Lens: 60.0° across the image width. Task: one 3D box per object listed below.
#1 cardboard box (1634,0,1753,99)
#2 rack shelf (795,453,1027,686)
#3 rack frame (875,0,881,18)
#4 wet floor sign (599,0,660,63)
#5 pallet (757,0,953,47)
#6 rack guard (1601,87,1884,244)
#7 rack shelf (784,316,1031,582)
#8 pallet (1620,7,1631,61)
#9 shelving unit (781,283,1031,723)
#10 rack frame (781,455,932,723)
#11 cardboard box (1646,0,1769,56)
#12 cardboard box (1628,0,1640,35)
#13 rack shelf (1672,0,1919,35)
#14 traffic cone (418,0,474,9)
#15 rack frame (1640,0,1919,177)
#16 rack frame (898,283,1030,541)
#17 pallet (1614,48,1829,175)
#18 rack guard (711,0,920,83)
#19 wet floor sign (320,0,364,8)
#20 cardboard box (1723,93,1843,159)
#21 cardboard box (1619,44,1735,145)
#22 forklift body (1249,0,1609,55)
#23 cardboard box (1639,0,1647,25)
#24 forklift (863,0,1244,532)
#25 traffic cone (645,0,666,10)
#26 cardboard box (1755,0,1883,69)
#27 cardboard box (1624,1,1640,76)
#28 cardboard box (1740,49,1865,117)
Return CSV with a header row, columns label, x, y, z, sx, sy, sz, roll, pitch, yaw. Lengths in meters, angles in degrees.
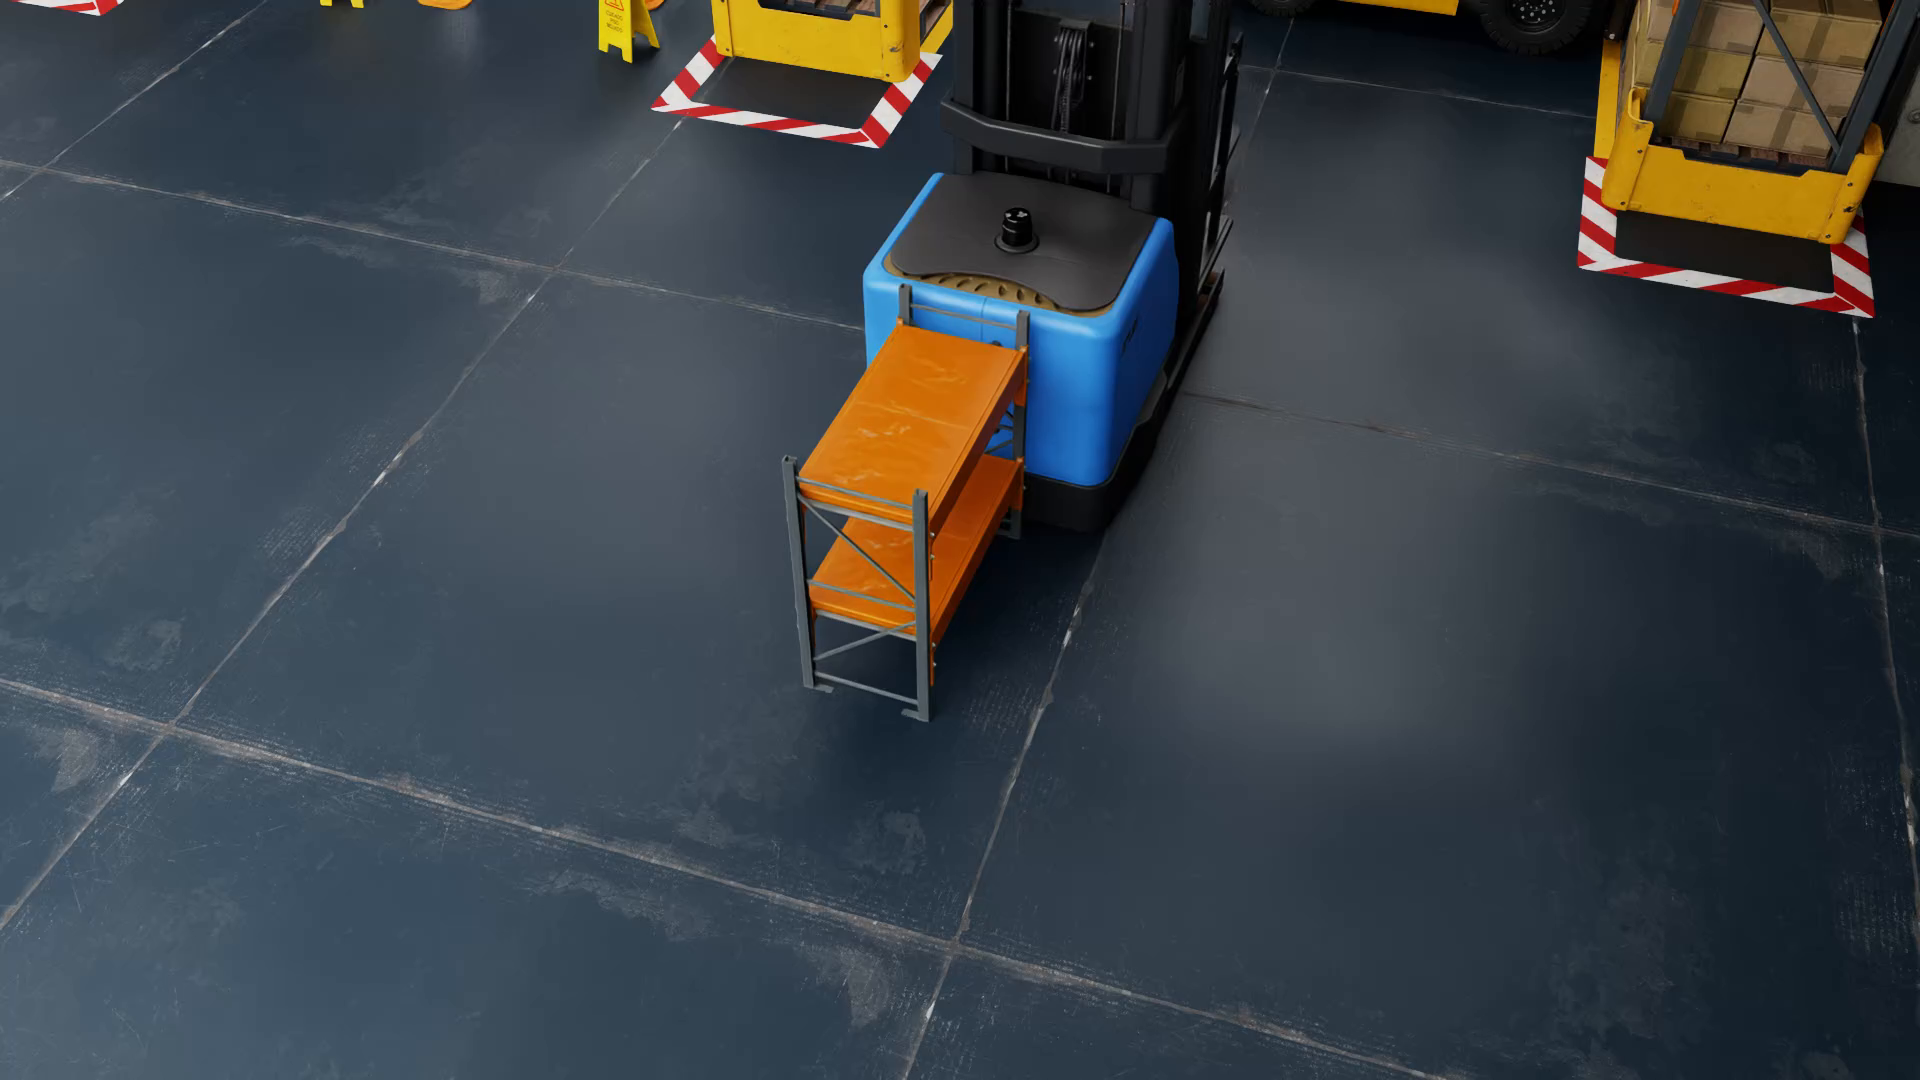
label,x,y,z,sx,sy,sz,roll,pitch,yaw
cardboard box,3.737,-2.517,8.486,0.500,0.250,0.500,12,46,12
rack shelf,-0.164,0.037,6.258,0.538,0.278,1.000,15,46,14
rack frame,-0.844,-3.829,8.519,1.000,3.000,0.127,13,46,13
wet floor sign,-1.921,-3.088,9.444,0.267,0.644,0.232,28,51,26
pallet,-0.541,-3.417,10.091,1.003,0.211,1.213,13,46,13
rack guard,3.880,-1.871,8.305,1.175,0.500,0.348,13,46,13
rack shelf,-0.164,-0.347,5.882,0.538,0.278,1.000,15,46,14
pallet,4.451,-3.113,9.780,1.003,0.211,1.213,13,46,13
shelving unit,-0.164,-0.138,6.087,0.538,1.125,1.048,15,46,14
rack frame,-0.342,0.195,5.746,0.500,1.125,0.032,15,46,14
cardboard box,3.730,-2.678,8.293,0.500,0.250,0.500,14,46,14
cardboard box,4.048,-2.989,9.326,0.500,0.250,0.500,13,46,13
rack shelf,4.493,-3.857,9.061,1.077,0.370,4.000,13,46,13
traffic cone,-3.104,-3.491,9.987,0.336,0.463,0.334,13,46,13
rack frame,3.888,-2.781,7.447,1.000,3.000,0.127,13,46,13
rack frame,0.014,-0.471,6.427,0.500,1.125,0.032,15,46,14
pallet,4.079,-2.303,8.952,1.003,0.211,1.213,13,46,13
rack guard,-0.821,-2.987,9.445,1.175,0.500,0.348,13,46,13
wet floor sign,-3.714,-3.530,9.896,0.267,0.644,0.232,5,45,5
cardboard box,4.223,-2.234,8.554,0.500,0.250,0.500,13,46,13
cardboard box,3.729,-2.328,8.650,0.500,0.250,0.500,13,46,13
forklift body,2.723,-4.128,9.430,2.313,2.155,1.214,13,46,13
cardboard box,3.899,-2.849,8.825,0.500,0.250,0.500,12,46,12
forklift,0.608,-2.125,6.826,1.130,2.935,3.031,15,46,14
traffic cone,-1.943,-3.483,9.978,0.336,0.463,0.334,13,46,13
cardboard box,4.213,-2.586,8.198,0.500,0.250,0.500,12,46,12
cardboard box,3.888,-2.658,8.987,0.500,0.250,0.500,13,46,12
cardboard box,4.228,-2.396,8.362,0.500,0.250,0.500,13,46,13
